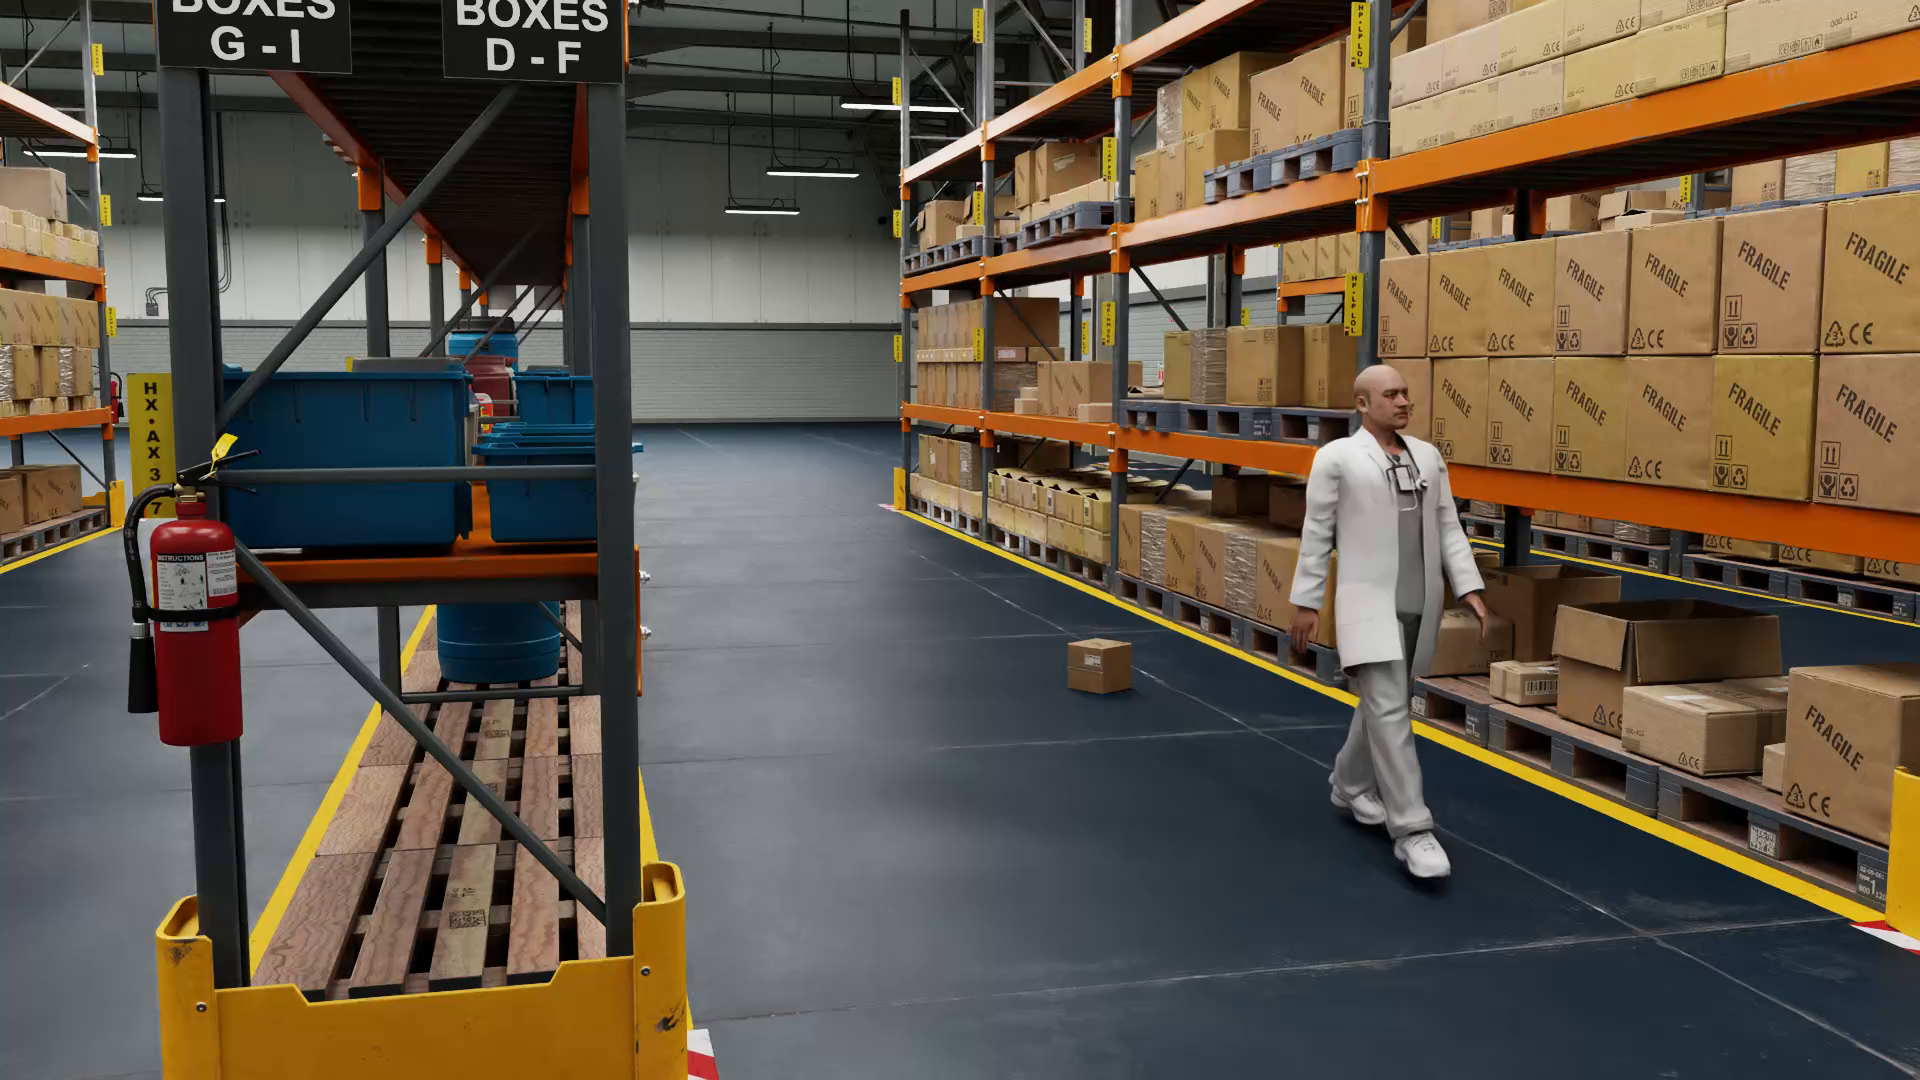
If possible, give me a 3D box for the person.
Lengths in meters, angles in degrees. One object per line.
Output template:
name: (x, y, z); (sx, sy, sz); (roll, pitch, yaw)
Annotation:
person: (1.595, 0.240, 5.974); (0.621, 1.730, 1.027); (-2, 6, -21)
